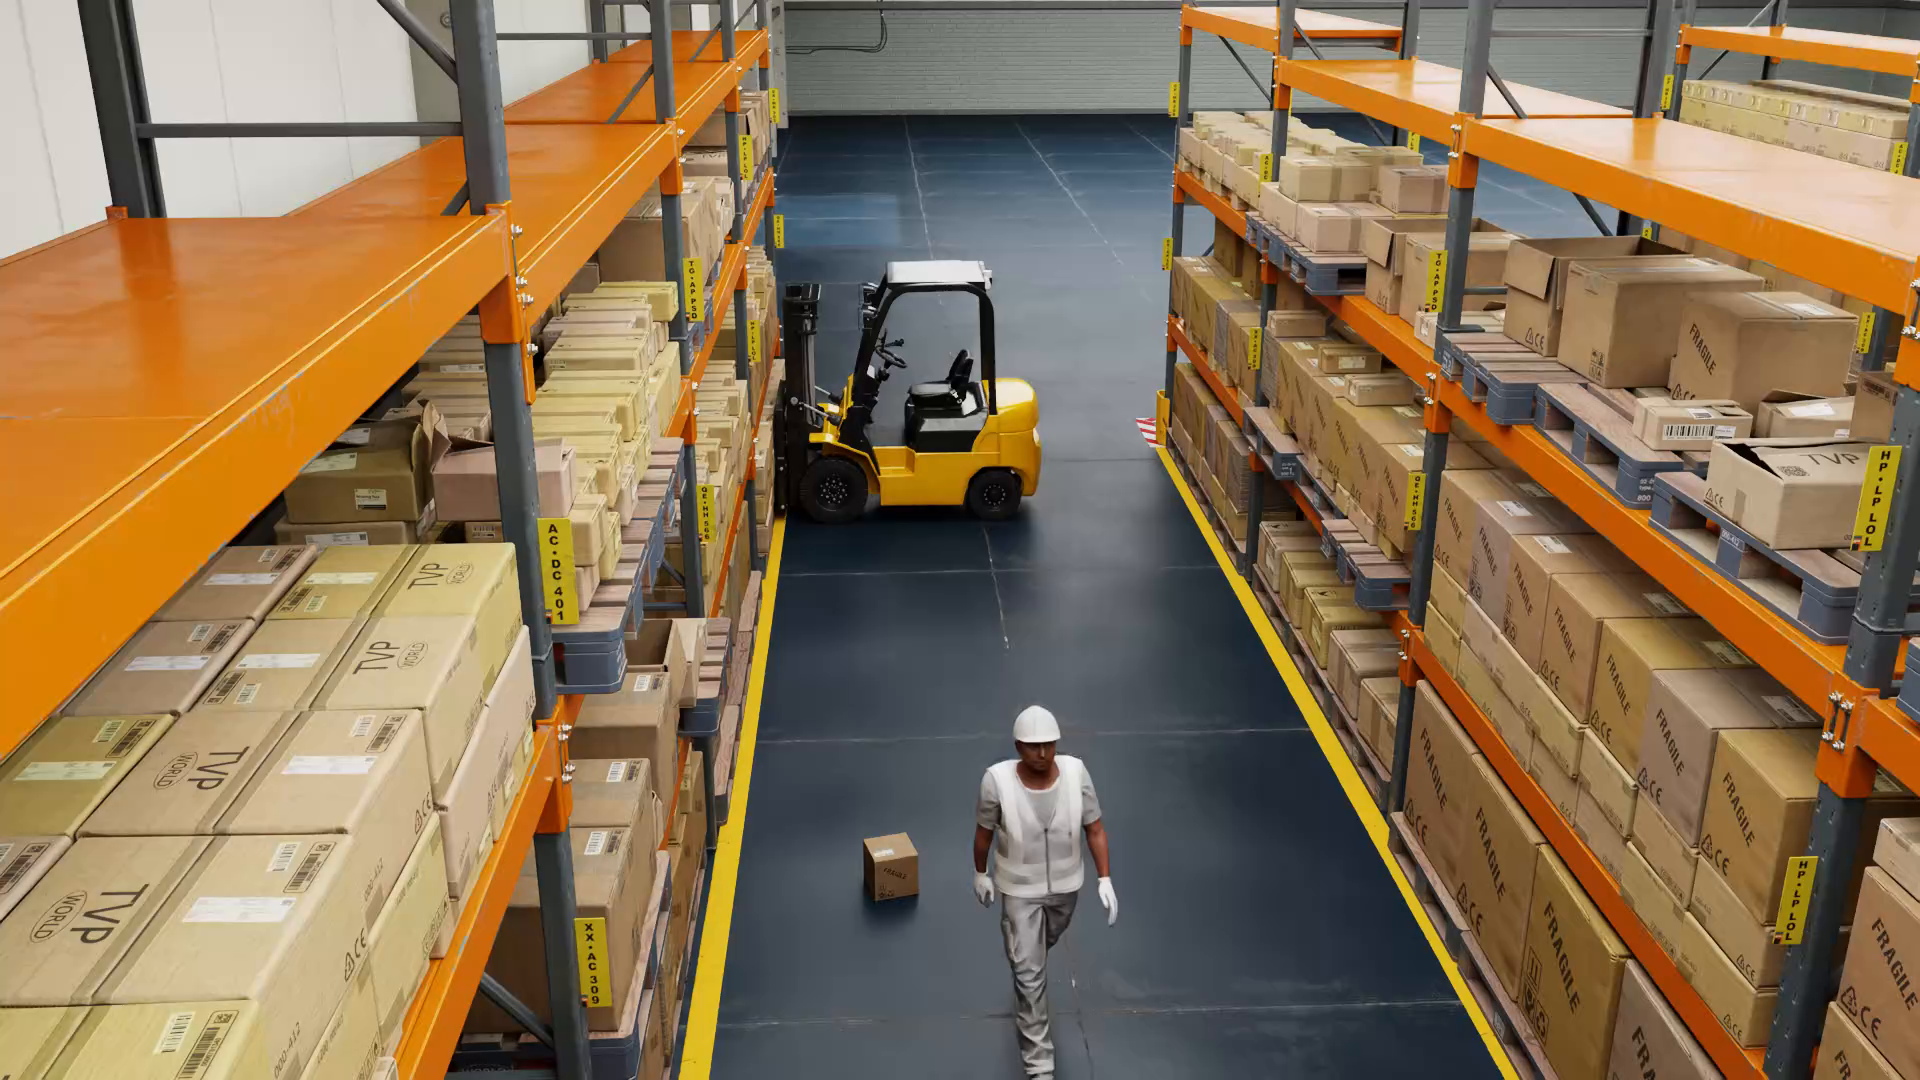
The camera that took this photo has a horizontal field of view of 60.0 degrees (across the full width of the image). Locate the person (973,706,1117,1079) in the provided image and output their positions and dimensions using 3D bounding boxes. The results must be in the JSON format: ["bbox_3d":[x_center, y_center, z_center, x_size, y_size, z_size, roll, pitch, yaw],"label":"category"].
[{"bbox_3d":[0.383,1.580,7.607,0.559,1.736,1.067,-6,21,-16],"label":"person"}]
